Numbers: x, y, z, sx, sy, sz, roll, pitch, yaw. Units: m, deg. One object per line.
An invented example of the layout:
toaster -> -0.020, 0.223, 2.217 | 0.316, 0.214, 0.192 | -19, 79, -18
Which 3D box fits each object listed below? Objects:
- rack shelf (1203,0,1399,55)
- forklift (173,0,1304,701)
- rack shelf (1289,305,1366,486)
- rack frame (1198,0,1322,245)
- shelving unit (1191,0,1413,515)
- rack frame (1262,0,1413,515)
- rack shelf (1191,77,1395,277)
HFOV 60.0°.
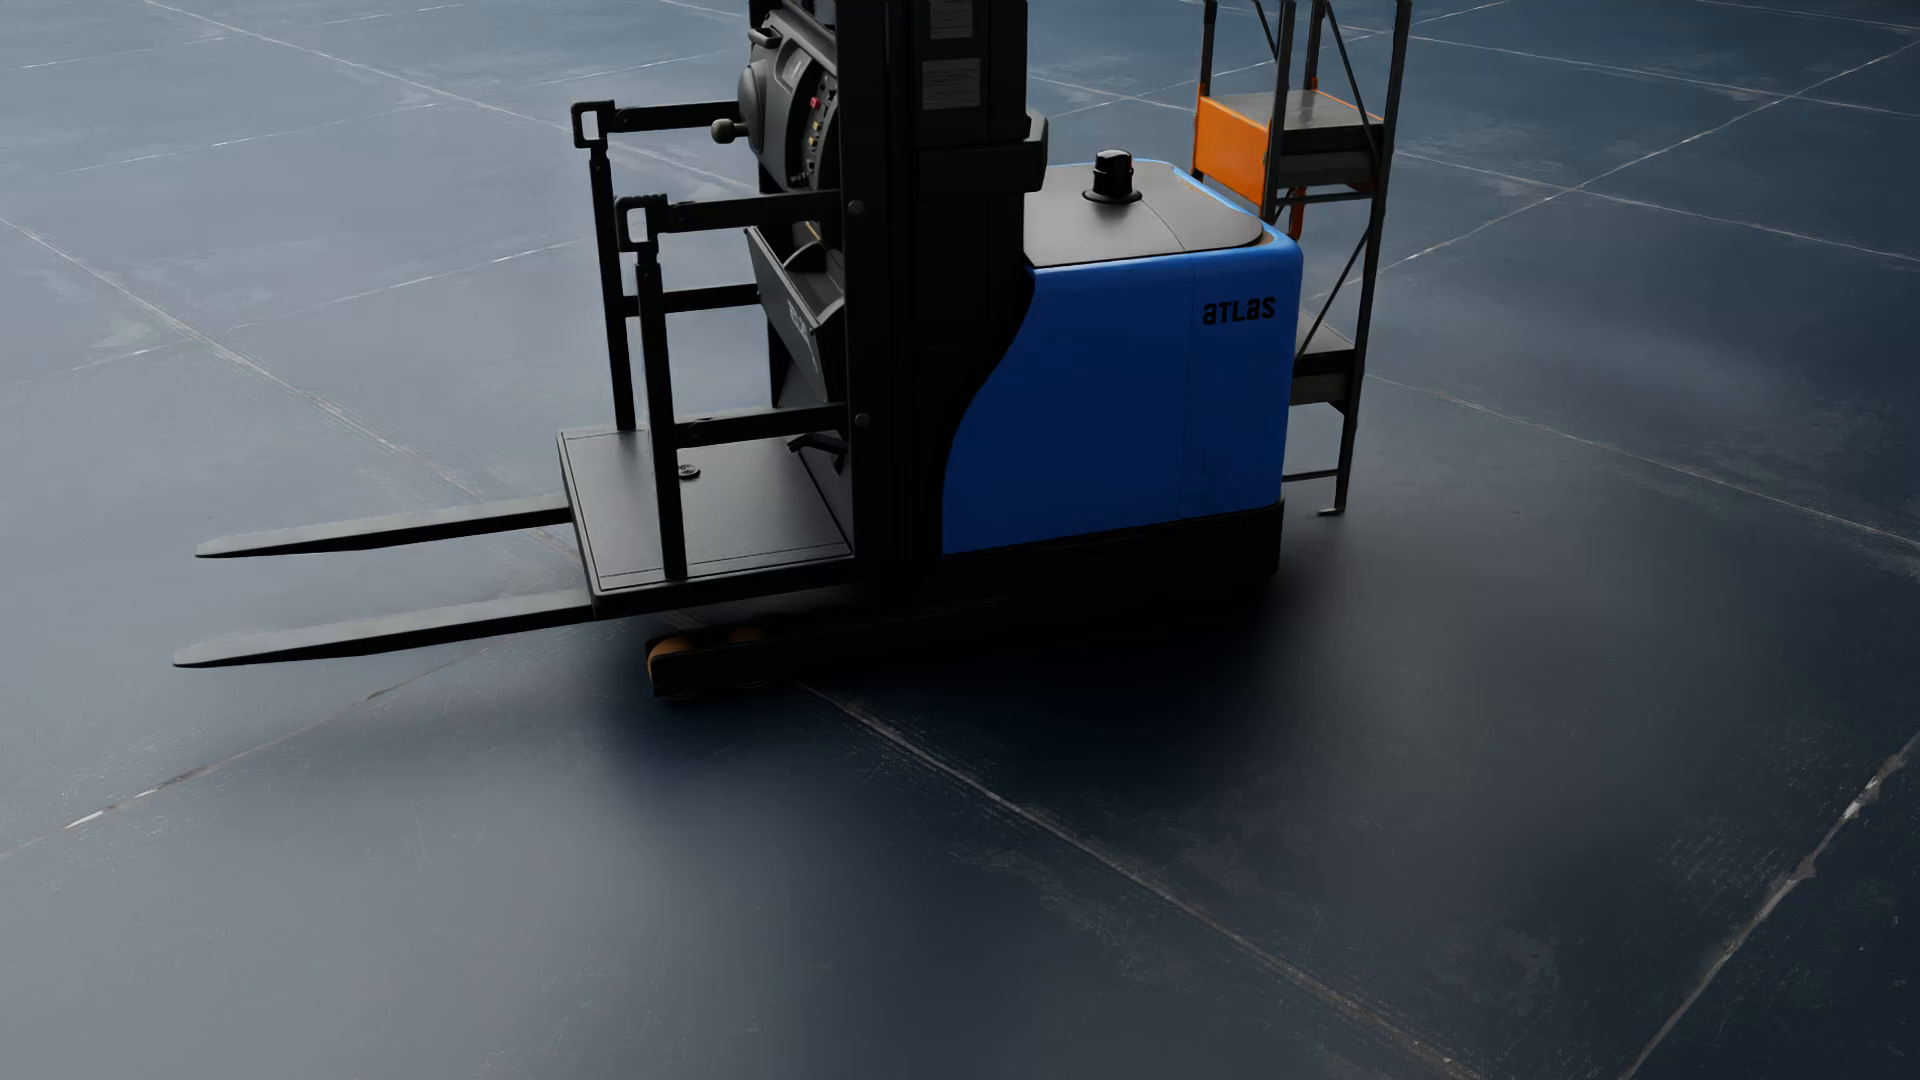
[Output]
rack shelf -> 1.009, -1.717, 4.779 | 0.431, 0.518, 0.480 | -8, 29, -16
forklift -> -0.631, -1.144, 4.277 | 3.031, 2.935, 1.130 | -8, 29, -15
rack shelf -> 0.992, -0.476, 5.426 | 0.431, 0.518, 0.480 | -8, 29, -16
rack frame -> 0.926, -1.217, 5.302 | 0.400, 2.100, 0.015 | -8, 29, -16
shelving unit -> 1.001, -1.109, 5.096 | 0.431, 2.100, 0.503 | -8, 29, -16
rack frame -> 1.075, -1.000, 4.890 | 0.400, 2.100, 0.015 | -8, 29, -16
rack shelf -> 1.000, -1.096, 5.102 | 0.431, 0.518, 0.480 | -8, 29, -16
